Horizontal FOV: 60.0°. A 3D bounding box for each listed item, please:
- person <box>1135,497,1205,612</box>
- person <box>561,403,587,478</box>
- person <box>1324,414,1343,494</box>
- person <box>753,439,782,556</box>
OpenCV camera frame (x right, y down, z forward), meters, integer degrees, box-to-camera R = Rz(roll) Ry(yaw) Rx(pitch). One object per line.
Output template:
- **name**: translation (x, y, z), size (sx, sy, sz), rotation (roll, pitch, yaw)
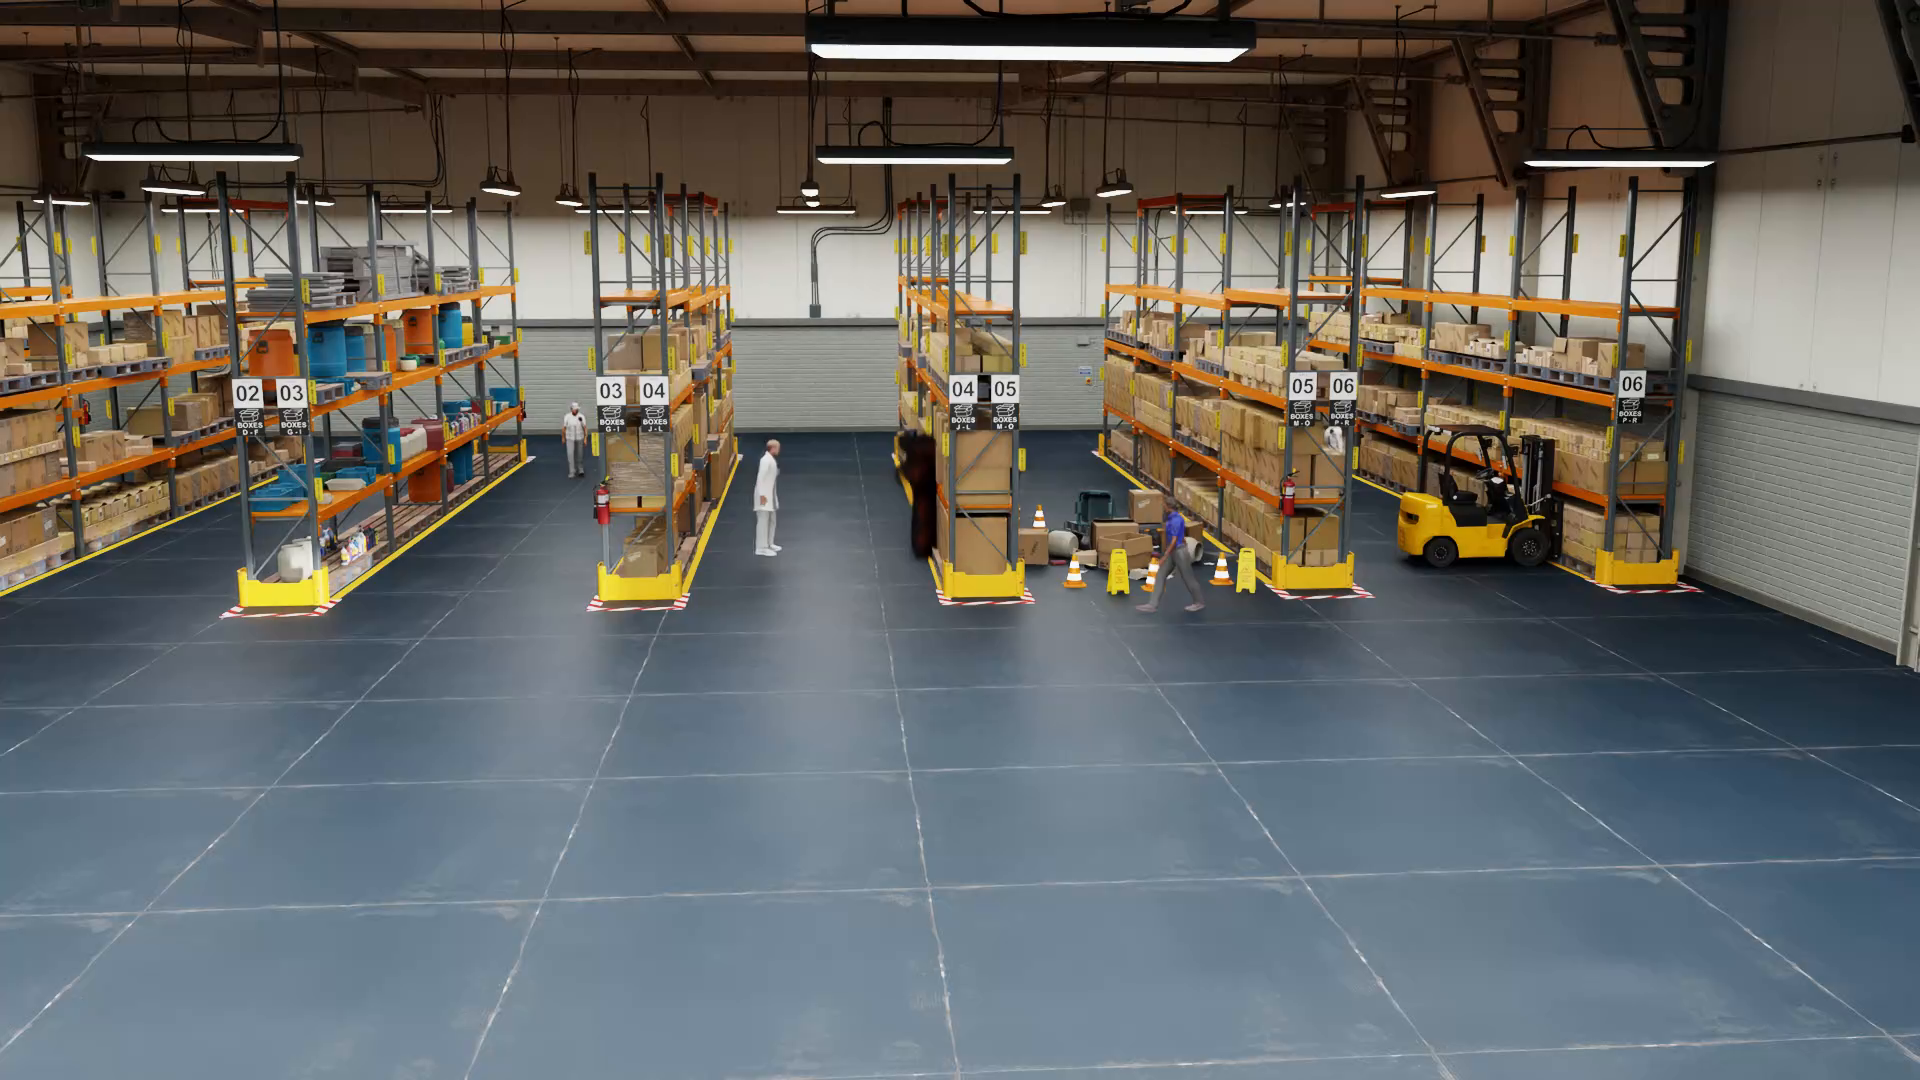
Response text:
- **person**: translation (2.919, 0.202, 22.803), size (0.978, 1.596, 0.404), rotation (-5, 11, -26)
- **person**: translation (-8.463, -2.215, 36.491), size (0.563, 1.618, 0.937), rotation (-2, 10, -12)
- **person**: translation (7.502, -1.750, 33.829), size (0.638, 1.657, 0.473), rotation (1, 10, 5)
- **person**: translation (-2.963, -0.669, 25.731), size (0.474, 1.766, 0.685), rotation (3, 10, 16)
